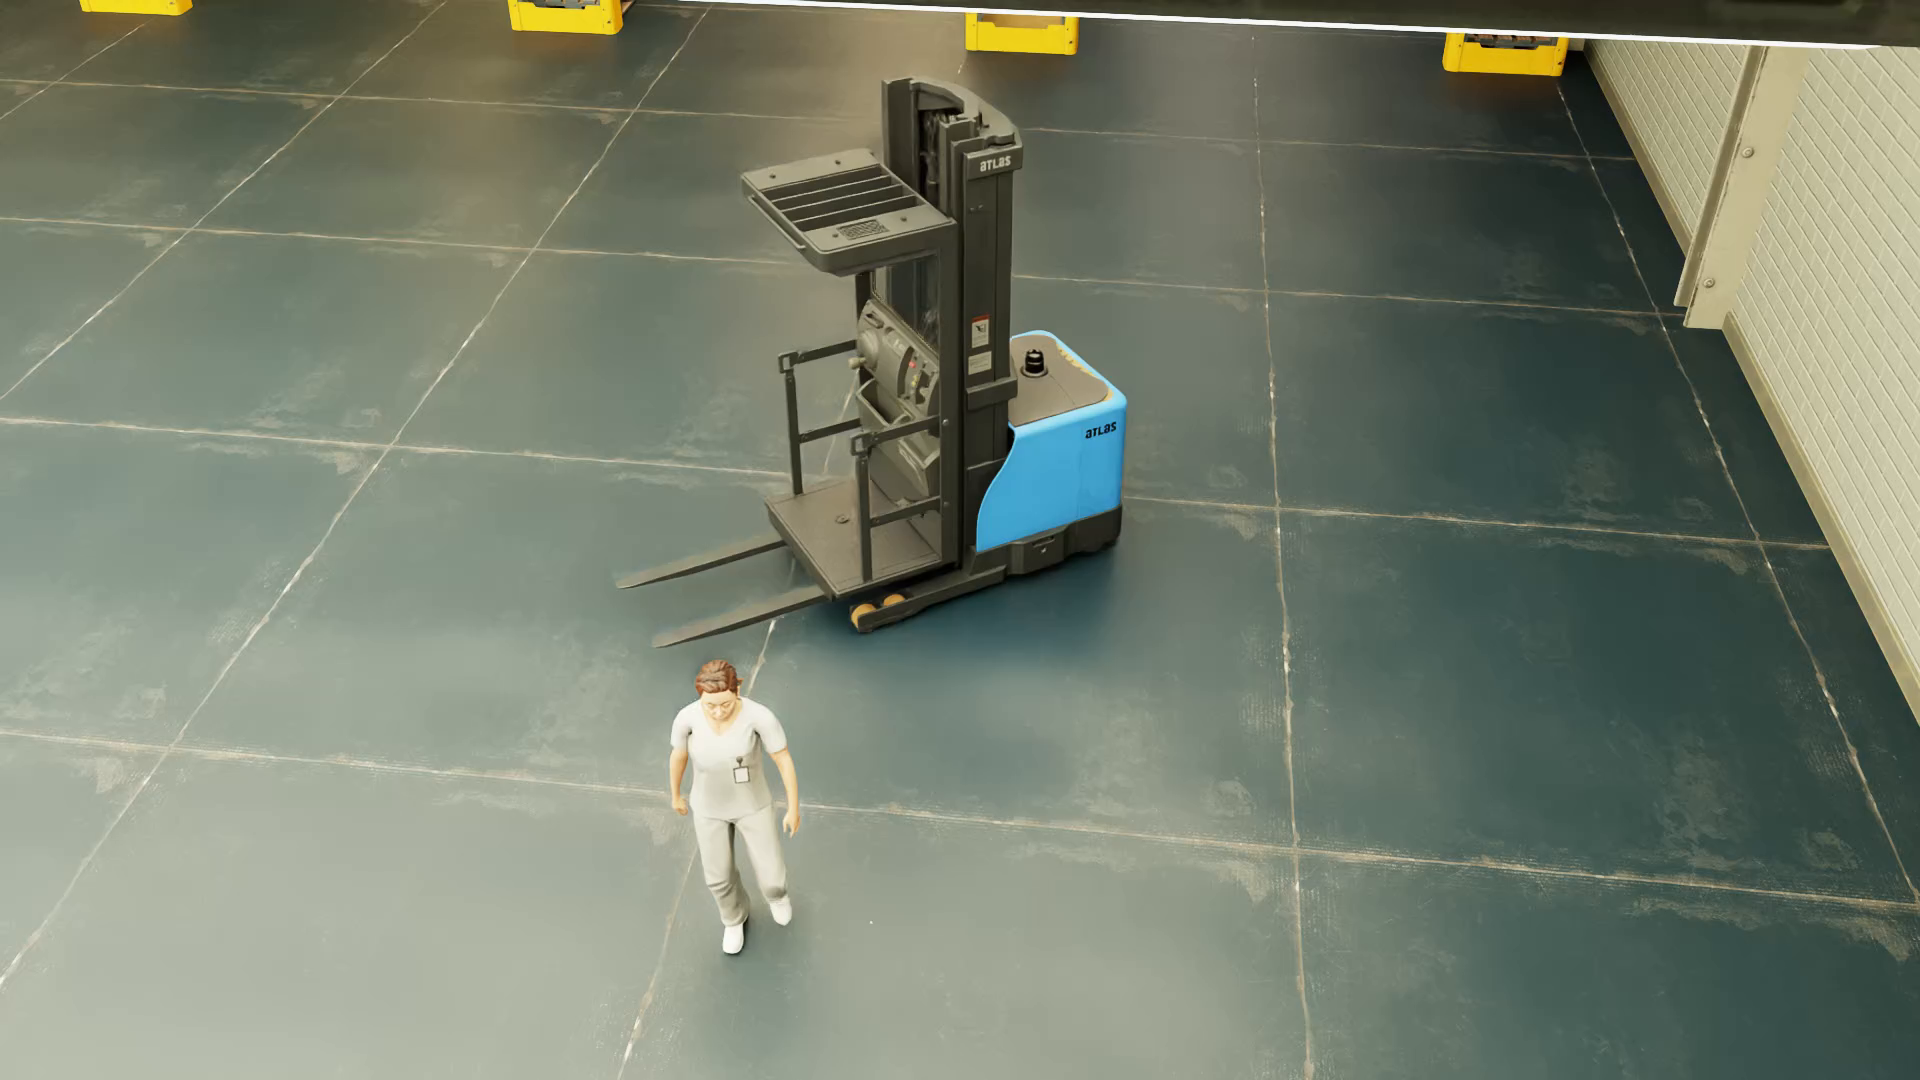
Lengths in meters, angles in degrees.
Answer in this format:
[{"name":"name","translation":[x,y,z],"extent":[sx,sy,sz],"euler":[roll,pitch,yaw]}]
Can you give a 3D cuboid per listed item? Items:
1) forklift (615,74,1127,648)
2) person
[{"name":"forklift","translation":[-0.538,-0.997,9.383],"extent":[3.031,2.935,1.130],"euler":[-18,40,-22]},{"name":"person","translation":[-1.010,1.213,7.463],"extent":[0.594,1.655,0.460],"euler":[-1,36,-1]}]
